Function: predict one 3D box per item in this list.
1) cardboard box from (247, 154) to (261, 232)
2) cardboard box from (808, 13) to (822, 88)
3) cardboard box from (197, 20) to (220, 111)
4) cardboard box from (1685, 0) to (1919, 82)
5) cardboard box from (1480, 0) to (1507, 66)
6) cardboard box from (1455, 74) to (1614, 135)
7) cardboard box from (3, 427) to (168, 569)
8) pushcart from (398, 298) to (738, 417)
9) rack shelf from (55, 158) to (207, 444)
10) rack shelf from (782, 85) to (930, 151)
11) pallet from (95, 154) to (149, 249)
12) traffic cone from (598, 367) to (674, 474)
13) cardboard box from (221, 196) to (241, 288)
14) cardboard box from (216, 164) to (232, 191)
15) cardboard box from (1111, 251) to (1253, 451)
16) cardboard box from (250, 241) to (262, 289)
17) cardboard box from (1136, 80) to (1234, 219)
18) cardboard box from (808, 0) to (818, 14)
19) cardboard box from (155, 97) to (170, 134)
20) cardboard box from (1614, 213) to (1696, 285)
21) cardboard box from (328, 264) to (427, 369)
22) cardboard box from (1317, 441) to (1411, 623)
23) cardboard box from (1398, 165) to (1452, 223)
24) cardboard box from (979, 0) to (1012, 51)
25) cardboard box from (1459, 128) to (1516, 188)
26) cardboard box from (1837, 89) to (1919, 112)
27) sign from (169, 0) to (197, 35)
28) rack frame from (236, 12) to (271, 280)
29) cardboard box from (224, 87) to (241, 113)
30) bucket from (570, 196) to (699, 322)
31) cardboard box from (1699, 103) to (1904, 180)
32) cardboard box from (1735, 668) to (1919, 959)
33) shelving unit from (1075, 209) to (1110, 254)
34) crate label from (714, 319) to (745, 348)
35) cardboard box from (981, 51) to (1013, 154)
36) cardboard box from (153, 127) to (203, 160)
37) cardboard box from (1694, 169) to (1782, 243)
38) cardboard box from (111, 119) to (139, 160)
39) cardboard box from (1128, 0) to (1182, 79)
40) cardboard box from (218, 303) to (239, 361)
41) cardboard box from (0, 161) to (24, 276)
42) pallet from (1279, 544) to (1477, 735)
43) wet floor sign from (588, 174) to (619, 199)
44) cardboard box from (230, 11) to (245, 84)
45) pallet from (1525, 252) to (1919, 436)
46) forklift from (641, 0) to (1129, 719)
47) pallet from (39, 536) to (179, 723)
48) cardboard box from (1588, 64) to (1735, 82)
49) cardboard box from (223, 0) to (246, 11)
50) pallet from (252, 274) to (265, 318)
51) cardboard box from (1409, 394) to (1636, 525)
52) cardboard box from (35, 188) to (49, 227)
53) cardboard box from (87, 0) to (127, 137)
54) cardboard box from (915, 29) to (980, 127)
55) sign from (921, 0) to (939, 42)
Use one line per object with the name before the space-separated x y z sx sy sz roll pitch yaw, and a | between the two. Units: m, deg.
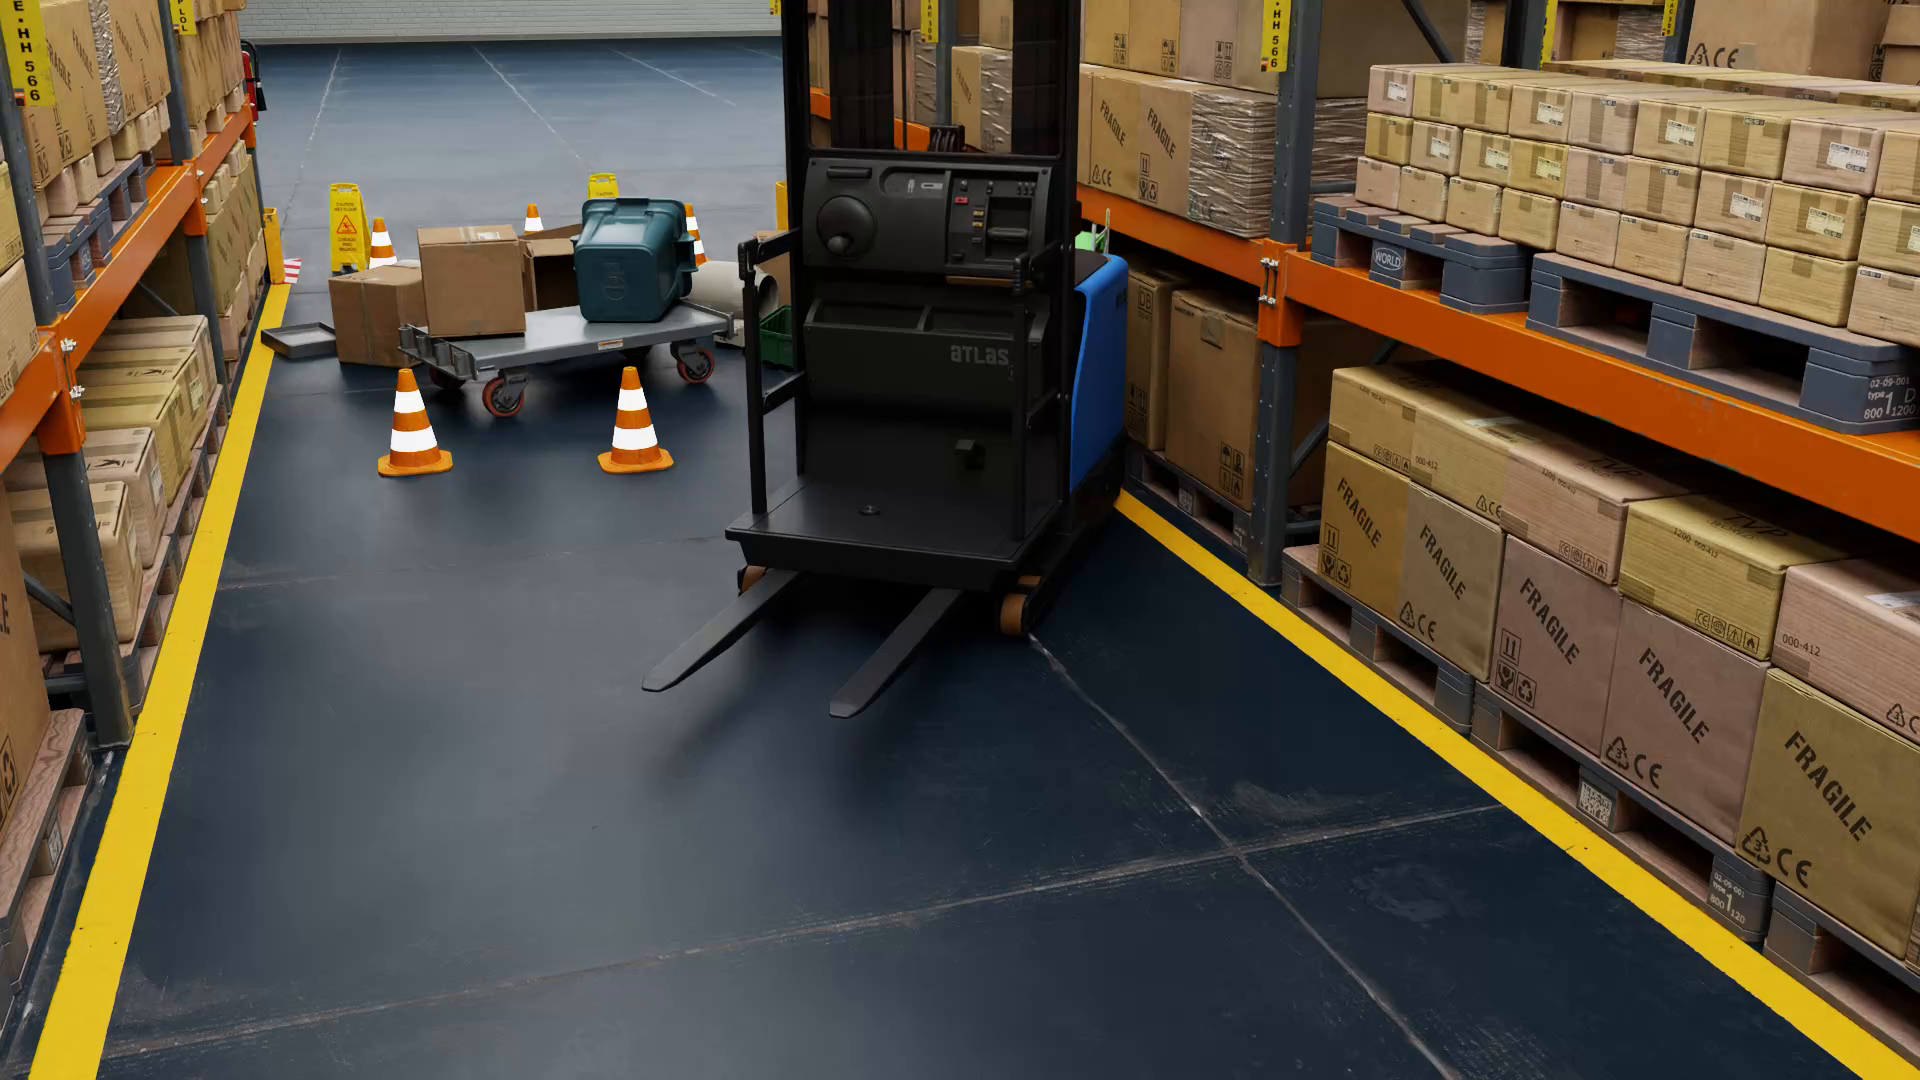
cardboard box | -5.068 -2.330 11.304 0.500 0.500 0.500 -6 21 -17
cardboard box | -0.741 -3.818 12.886 0.875 0.550 0.550 -6 21 -17
cardboard box | -4.509 -2.698 9.404 0.500 0.500 0.500 -7 21 -18
cardboard box | 5.214 -3.283 10.109 1.000 1.000 1.000 -6 21 -17
cardboard box | 4.520 -3.889 12.719 0.875 0.500 0.500 -6 21 -17
cardboard box | 1.735 -1.320 5.023 0.380 0.149 0.250 -7 21 -18
cardboard box | -3.461 -0.115 6.066 0.950 0.372 0.625 -7 21 -18
pushcart | -2.162 -1.044 9.264 1.648 0.377 0.936 -15 25 -36
rack shelf | -3.682 -1.039 6.436 1.077 0.370 4.000 -6 21 -17
rack shelf | -0.272 -2.881 11.565 1.077 0.370 4.000 -6 21 -17
pallet | -3.714 -1.277 6.317 1.003 0.211 1.213 -6 21 -17
traffic cone | -1.551 -0.590 7.873 0.336 0.463 0.334 -6 21 -17
cardboard box | -4.419 -1.665 9.451 0.500 0.500 0.500 -6 20 -15
cardboard box | -4.473 -2.097 9.694 0.380 0.149 0.250 -5 20 -14
cardboard box | 1.230 -0.918 7.742 1.050 0.750 0.750 -6 21 -16
cardboard box | -4.903 -1.809 10.961 0.500 0.250 0.500 -6 21 -17
cardboard box | 1.062 -1.618 6.835 0.500 0.500 0.500 -6 21 -17
cardboard box | -0.820 -4.317 12.679 0.875 0.550 0.550 -6 21 -17
cardboard box | -3.887 -1.963 7.695 0.380 0.149 0.250 -6 21 -16
cardboard box | 1.982 -0.783 4.410 0.380 0.149 0.250 -6 21 -16
cardboard box | -3.355 -1.333 9.884 0.500 0.500 0.500 8 21 20
cardboard box | 1.594 -0.061 5.727 0.500 0.500 0.500 -7 21 -20
cardboard box | 1.647 -1.123 5.355 0.380 0.149 0.250 -5 20 -15
cardboard box | 0.519 -2.937 9.028 0.700 0.500 0.500 -7 21 -18
cardboard box | 1.750 -1.165 5.033 0.380 0.149 0.250 -7 21 -19
cardboard box | 2.608 -1.130 4.495 0.380 0.149 0.250 -5 20 -15
sign | -3.785 -2.625 8.073 0.100 0.325 0.005 -6 21 -17
rack frame | -5.568 -3.303 11.675 1.000 3.000 0.127 -6 21 -17
cardboard box | -4.892 -2.854 10.797 0.380 0.149 0.250 -6 21 -16
bucket | -1.874 -1.551 9.392 0.726 0.611 0.620 1 30 2
cardboard box | 2.065 -0.983 4.085 0.380 0.149 0.250 -7 21 -18
cardboard box | 2.239 0.593 3.905 0.500 0.500 0.500 -7 21 -18
shelving unit | 0.383 -0.939 7.655 0.503 1.200 0.258 12 31 18
crate label | -1.374 -1.275 10.264 0.250 0.136 0.298 12 23 30
cardboard box | 0.426 -2.266 8.639 0.500 0.500 0.500 -6 21 -17
cardboard box | -4.105 -2.036 8.520 0.380 0.149 0.250 -6 21 -17
cardboard box | 2.070 -0.838 4.122 0.380 0.149 0.250 -6 21 -15
cardboard box | -3.580 -1.634 6.779 0.380 0.149 0.250 -6 21 -17
cardboard box | 1.159 -2.284 7.210 0.700 0.500 0.500 -7 21 -18
cardboard box | -4.240 -1.141 9.102 0.500 0.250 0.500 -7 21 -20
cardboard box | -2.660 -0.772 4.111 0.500 0.250 0.500 -6 21 -17
pallet | 1.858 0.269 5.855 1.003 0.211 1.213 -6 21 -17
wet floor sign | -2.789 -2.552 13.068 0.267 0.644 0.232 -10 22 -27
cardboard box | -5.136 -3.345 11.205 0.500 0.500 0.500 -7 21 -18
pallet | 2.275 -0.573 4.358 1.003 0.211 1.213 -6 21 -17
forklift | -0.189 -1.177 5.857 1.130 2.935 3.031 6 21 16
pallet | -3.297 0.326 5.698 1.003 0.211 1.213 -6 21 -17
cardboard box | 2.280 -1.464 5.426 0.380 0.149 0.250 -7 21 -18
cardboard box | -4.790 -3.504 10.168 0.700 0.500 0.500 -7 21 -18
pallet | -5.322 -1.702 11.343 1.003 0.211 1.213 -6 21 -17
cardboard box | 1.761 -0.259 5.167 0.500 0.250 0.500 -7 21 -18
cardboard box | -3.036 -1.034 5.107 0.380 0.149 0.250 -8 21 -21
cardboard box | -3.468 -1.787 6.245 0.500 0.500 0.500 -7 21 -19
cardboard box | 0.230 -2.766 9.957 0.875 0.550 0.550 -6 21 -17
sign | -0.169 -2.963 9.331 0.100 0.325 0.005 -6 21 -17
